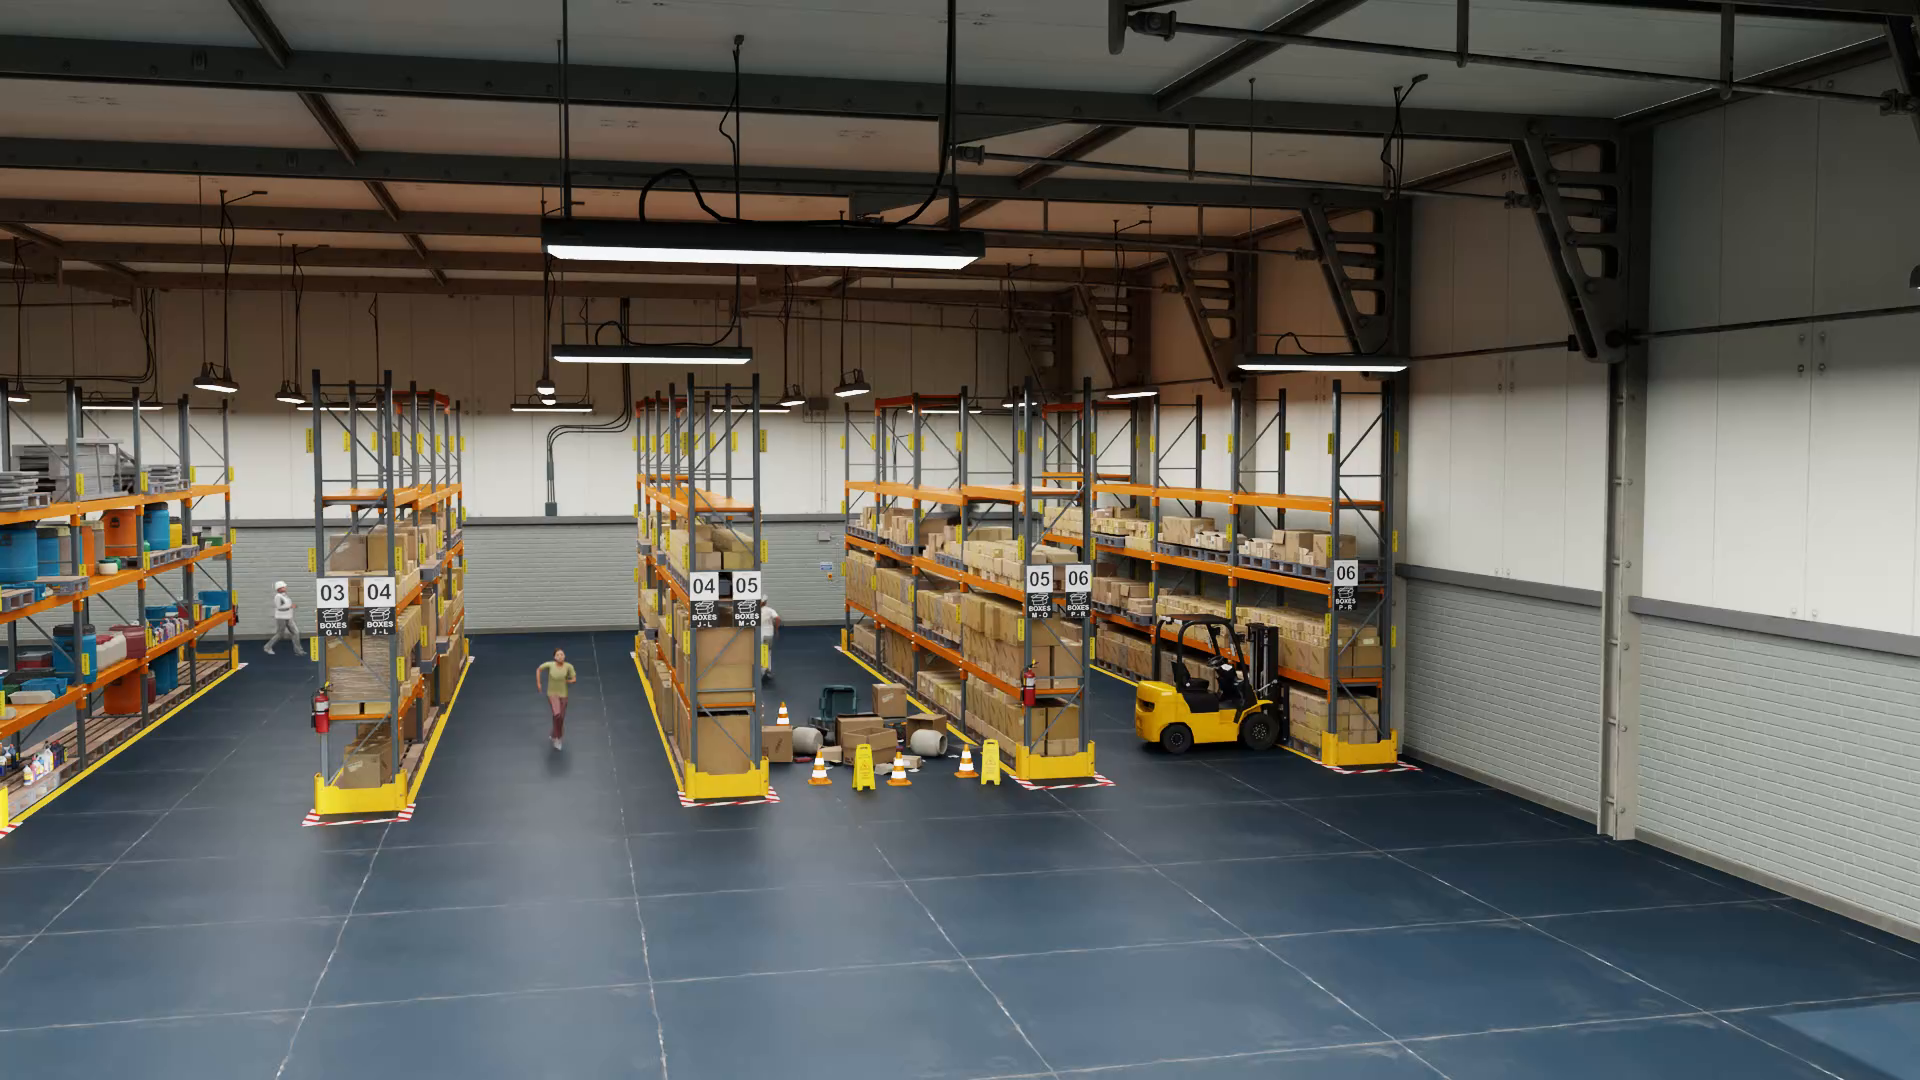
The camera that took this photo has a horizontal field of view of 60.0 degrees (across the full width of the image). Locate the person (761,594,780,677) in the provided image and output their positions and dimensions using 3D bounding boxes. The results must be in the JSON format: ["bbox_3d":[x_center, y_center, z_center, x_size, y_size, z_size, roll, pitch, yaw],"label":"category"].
[{"bbox_3d":[-4.193,2.083,35.474,0.636,1.846,0.774,-1,3,-19],"label":"person"}]

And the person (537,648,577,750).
[{"bbox_3d":[-6.623,2.589,27.360,0.603,1.660,0.789,-1,4,-24],"label":"person"}]

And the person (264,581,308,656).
[{"bbox_3d":[-15.886,1.852,39.151,0.963,1.770,0.664,0,3,1],"label":"person"}]
